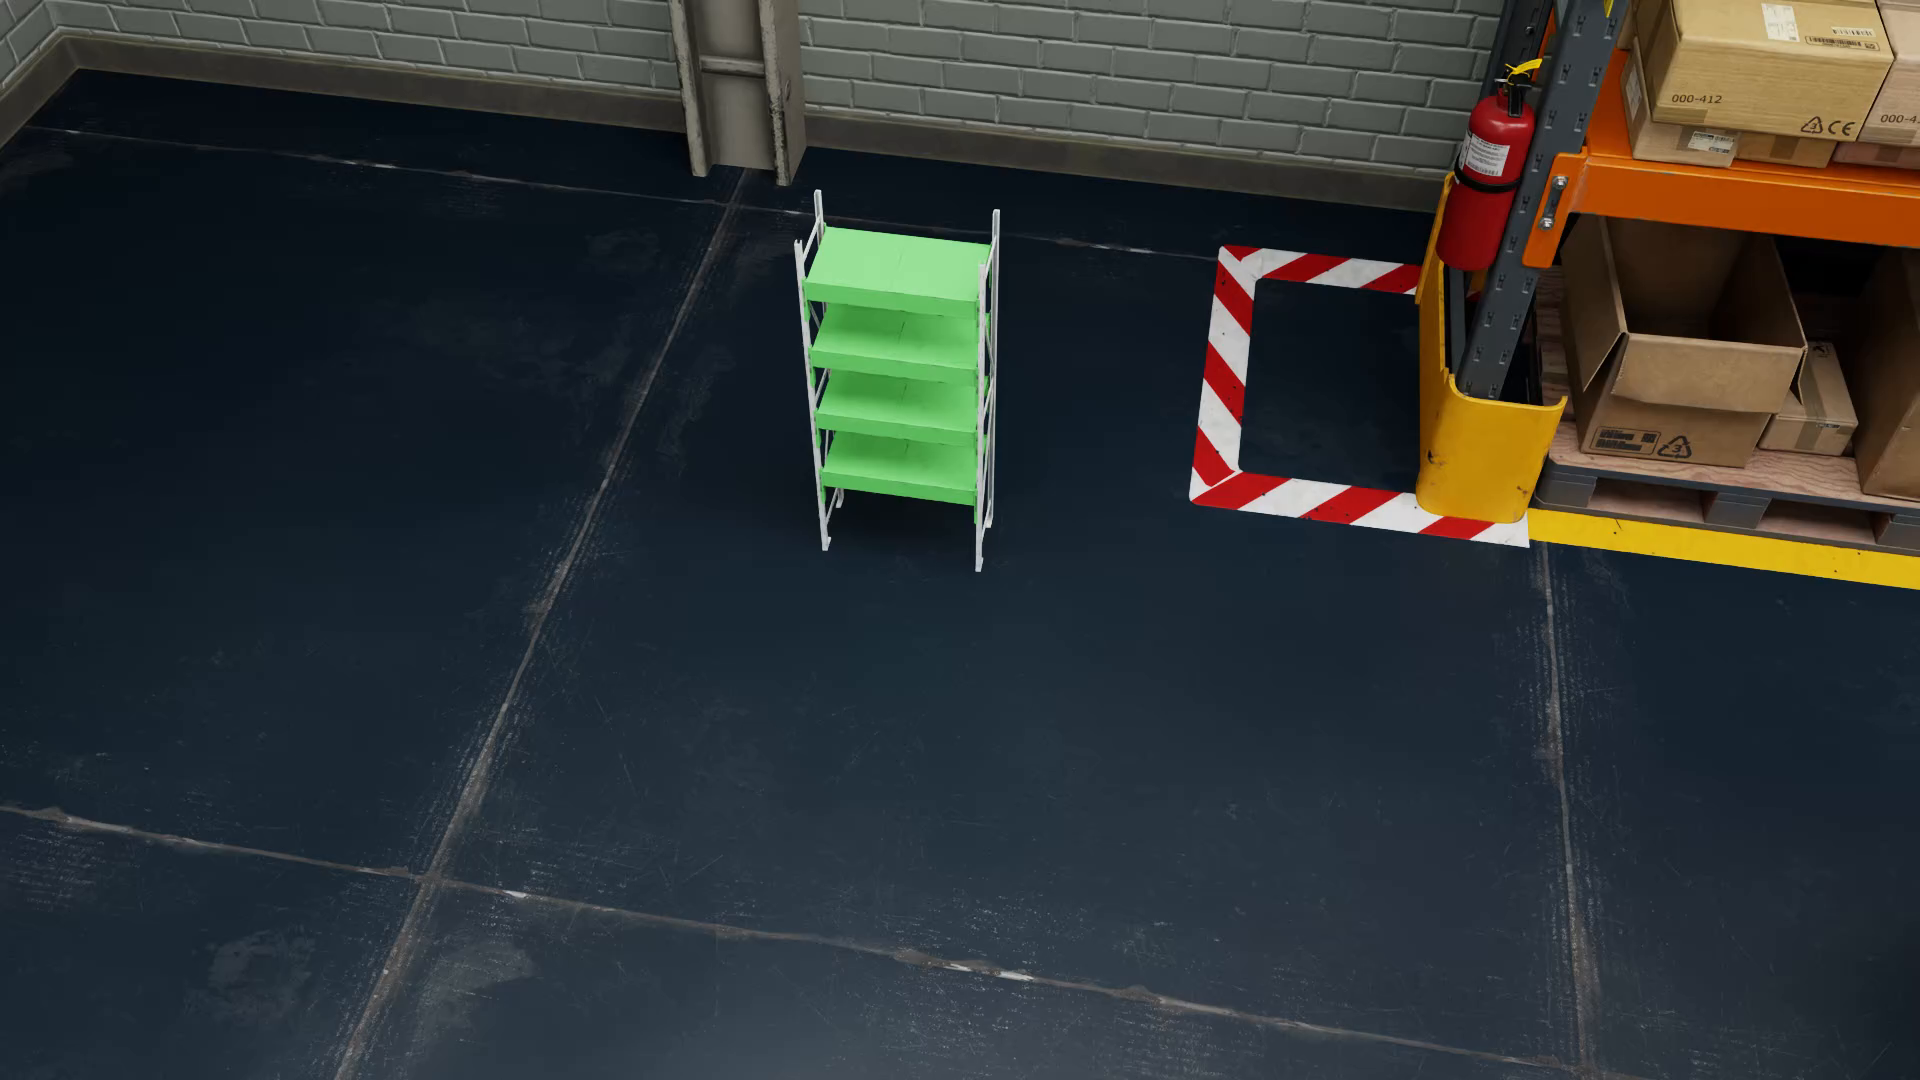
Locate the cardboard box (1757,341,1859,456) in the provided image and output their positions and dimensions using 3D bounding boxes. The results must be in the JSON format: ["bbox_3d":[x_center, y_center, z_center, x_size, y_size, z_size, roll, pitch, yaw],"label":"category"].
[{"bbox_3d":[2.657,-0.459,5.280,0.250,0.149,0.380,6,48,5],"label":"cardboard box"}]

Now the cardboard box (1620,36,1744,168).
[{"bbox_3d":[1.935,-1.179,4.461,0.250,0.149,0.380,7,48,7],"label":"cardboard box"}]

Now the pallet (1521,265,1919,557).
[{"bbox_3d":[2.520,-0.460,5.522,1.213,0.211,1.003,8,49,7],"label":"pallet"}]

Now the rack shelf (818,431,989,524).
[{"bbox_3d":[-0.163,-0.220,5.049,0.480,0.148,0.258,8,49,7],"label":"rack shelf"}]

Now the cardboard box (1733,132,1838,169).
[{"bbox_3d":[2.194,-1.179,4.461,0.250,0.149,0.380,9,49,8],"label":"cardboard box"}]

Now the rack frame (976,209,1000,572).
[{"bbox_3d":[0.077,-0.391,4.794,0.015,1.200,0.240,8,49,7],"label":"rack frame"}]

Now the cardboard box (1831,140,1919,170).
[{"bbox_3d":[2.458,-1.169,4.453,0.250,0.149,0.380,7,48,6],"label":"cardboard box"}]

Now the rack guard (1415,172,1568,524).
[{"bbox_3d":[1.735,-0.661,5.508,0.348,0.500,1.175,8,49,7],"label":"rack guard"}]

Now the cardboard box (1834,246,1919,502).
[{"bbox_3d":[3.080,-0.520,5.099,0.500,0.500,0.700,9,49,8],"label":"cardboard box"}]

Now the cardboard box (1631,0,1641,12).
[{"bbox_3d":[2.160,-1.690,4.652,0.500,0.250,0.500,9,49,8],"label":"cardboard box"}]

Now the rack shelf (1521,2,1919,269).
[{"bbox_3d":[3.629,-1.002,4.617,4.000,0.370,1.077,8,49,7],"label":"rack shelf"}]

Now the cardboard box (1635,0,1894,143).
[{"bbox_3d":[2.059,-1.299,4.301,0.500,0.250,0.500,8,49,7],"label":"cardboard box"}]

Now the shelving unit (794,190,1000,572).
[{"bbox_3d":[-0.163,-0.423,4.823,0.503,1.200,0.258,8,49,7],"label":"shelving unit"}]

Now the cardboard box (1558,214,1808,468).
[{"bbox_3d":[2.246,-0.663,5.225,0.637,0.503,0.797,6,48,5],"label":"cardboard box"}]

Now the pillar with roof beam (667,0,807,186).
[{"bbox_3d":[-1.598,-1.377,0.438,0.400,9.000,9.100,8,49,7],"label":"pillar with roof beam"}]

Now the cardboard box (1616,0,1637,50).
[{"bbox_3d":[2.034,-1.575,4.818,0.250,0.149,0.380,7,48,6],"label":"cardboard box"}]

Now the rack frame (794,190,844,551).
[{"bbox_3d":[-0.403,-0.455,4.852,0.015,1.200,0.240,8,49,7],"label":"rack frame"}]

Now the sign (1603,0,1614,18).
[{"bbox_3d":[1.564,-1.399,3.908,0.005,0.325,0.100,8,49,7],"label":"sign"}]

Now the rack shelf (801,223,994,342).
[{"bbox_3d":[-0.163,-0.701,4.514,0.480,0.148,0.258,8,49,7],"label":"rack shelf"}]

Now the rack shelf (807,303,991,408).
[{"bbox_3d":[-0.163,-0.541,4.692,0.480,0.148,0.258,8,49,7],"label":"rack shelf"}]

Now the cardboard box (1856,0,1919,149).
[{"bbox_3d":[2.555,-1.232,4.242,0.500,0.250,0.500,8,49,7],"label":"cardboard box"}]

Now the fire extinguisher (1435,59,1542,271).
[{"bbox_3d":[1.434,-1.037,4.468,0.183,0.674,0.296,8,49,7],"label":"fire extinguisher"}]

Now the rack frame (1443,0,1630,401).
[{"bbox_3d":[1.661,-1.507,4.587,0.127,3.000,1.000,8,49,7],"label":"rack frame"}]

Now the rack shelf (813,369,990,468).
[{"bbox_3d":[-0.163,-0.380,4.871,0.480,0.148,0.258,8,49,7],"label":"rack shelf"}]
